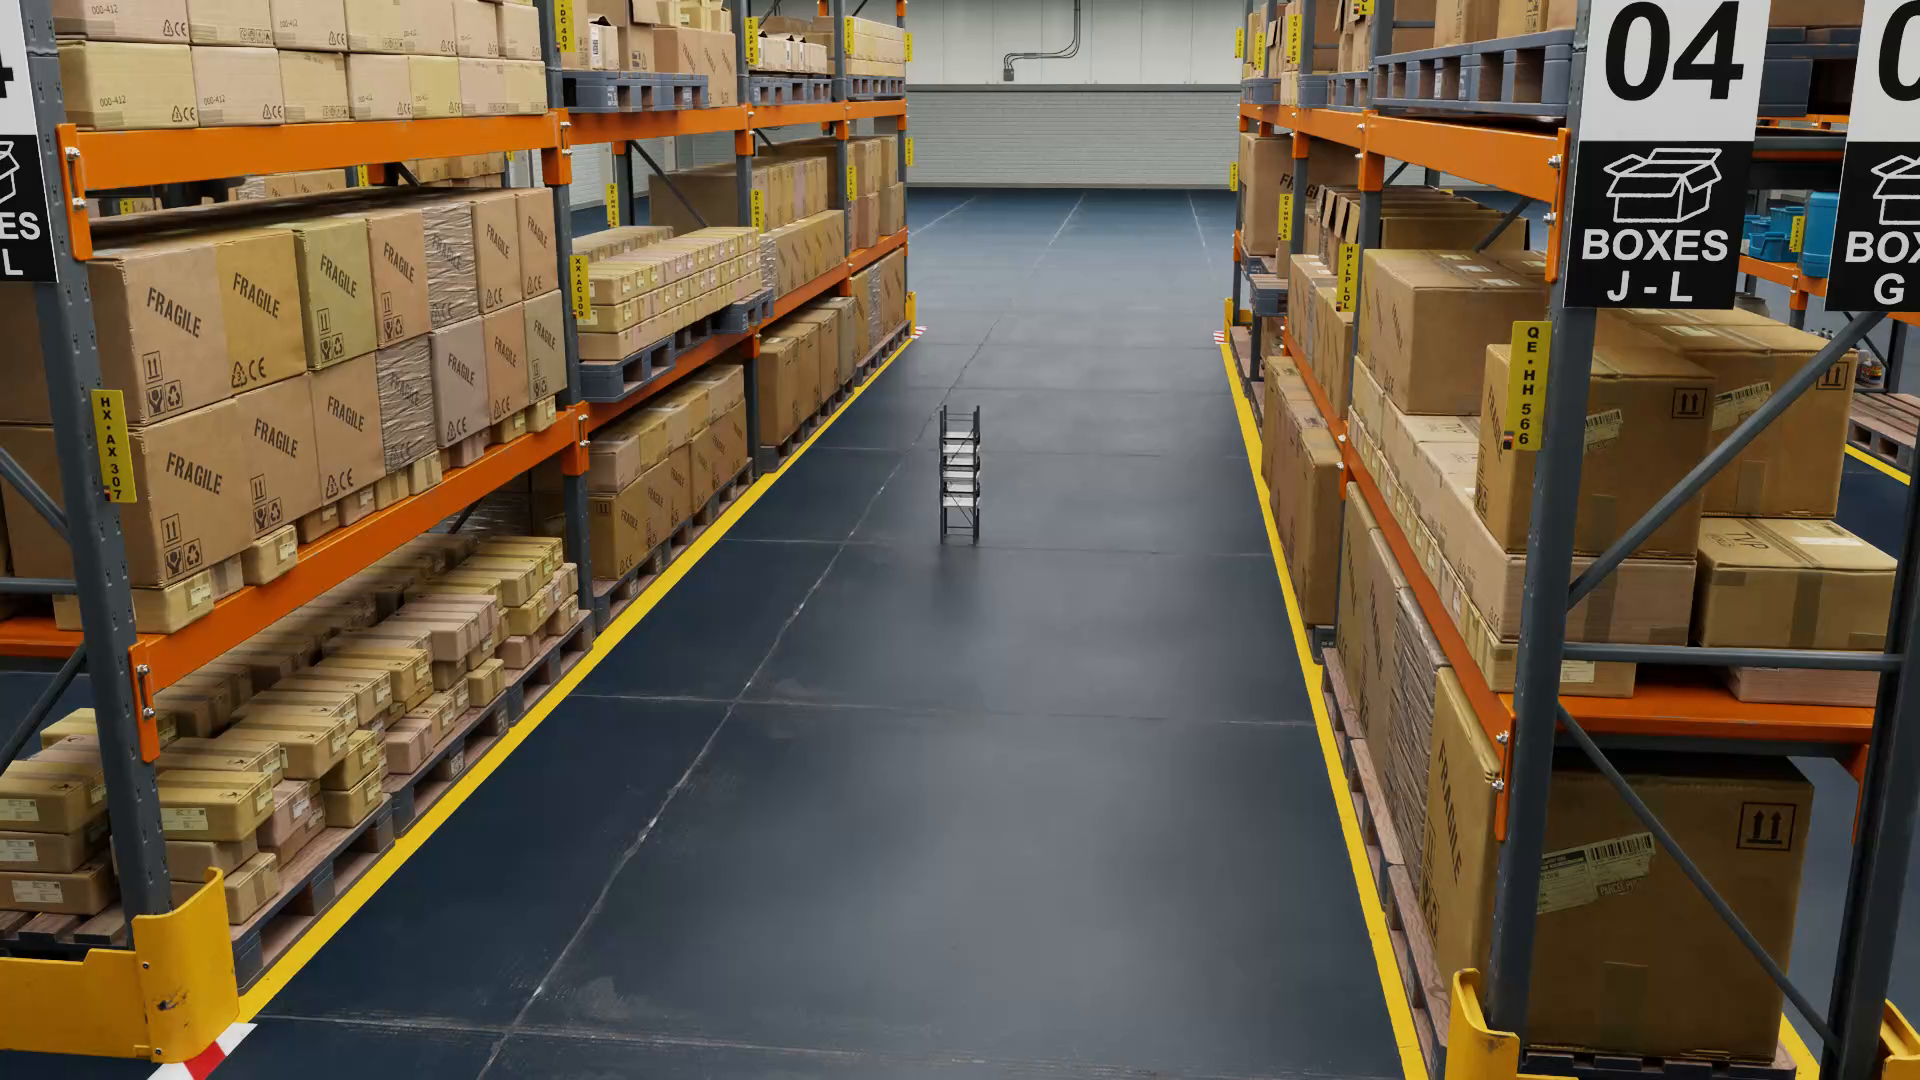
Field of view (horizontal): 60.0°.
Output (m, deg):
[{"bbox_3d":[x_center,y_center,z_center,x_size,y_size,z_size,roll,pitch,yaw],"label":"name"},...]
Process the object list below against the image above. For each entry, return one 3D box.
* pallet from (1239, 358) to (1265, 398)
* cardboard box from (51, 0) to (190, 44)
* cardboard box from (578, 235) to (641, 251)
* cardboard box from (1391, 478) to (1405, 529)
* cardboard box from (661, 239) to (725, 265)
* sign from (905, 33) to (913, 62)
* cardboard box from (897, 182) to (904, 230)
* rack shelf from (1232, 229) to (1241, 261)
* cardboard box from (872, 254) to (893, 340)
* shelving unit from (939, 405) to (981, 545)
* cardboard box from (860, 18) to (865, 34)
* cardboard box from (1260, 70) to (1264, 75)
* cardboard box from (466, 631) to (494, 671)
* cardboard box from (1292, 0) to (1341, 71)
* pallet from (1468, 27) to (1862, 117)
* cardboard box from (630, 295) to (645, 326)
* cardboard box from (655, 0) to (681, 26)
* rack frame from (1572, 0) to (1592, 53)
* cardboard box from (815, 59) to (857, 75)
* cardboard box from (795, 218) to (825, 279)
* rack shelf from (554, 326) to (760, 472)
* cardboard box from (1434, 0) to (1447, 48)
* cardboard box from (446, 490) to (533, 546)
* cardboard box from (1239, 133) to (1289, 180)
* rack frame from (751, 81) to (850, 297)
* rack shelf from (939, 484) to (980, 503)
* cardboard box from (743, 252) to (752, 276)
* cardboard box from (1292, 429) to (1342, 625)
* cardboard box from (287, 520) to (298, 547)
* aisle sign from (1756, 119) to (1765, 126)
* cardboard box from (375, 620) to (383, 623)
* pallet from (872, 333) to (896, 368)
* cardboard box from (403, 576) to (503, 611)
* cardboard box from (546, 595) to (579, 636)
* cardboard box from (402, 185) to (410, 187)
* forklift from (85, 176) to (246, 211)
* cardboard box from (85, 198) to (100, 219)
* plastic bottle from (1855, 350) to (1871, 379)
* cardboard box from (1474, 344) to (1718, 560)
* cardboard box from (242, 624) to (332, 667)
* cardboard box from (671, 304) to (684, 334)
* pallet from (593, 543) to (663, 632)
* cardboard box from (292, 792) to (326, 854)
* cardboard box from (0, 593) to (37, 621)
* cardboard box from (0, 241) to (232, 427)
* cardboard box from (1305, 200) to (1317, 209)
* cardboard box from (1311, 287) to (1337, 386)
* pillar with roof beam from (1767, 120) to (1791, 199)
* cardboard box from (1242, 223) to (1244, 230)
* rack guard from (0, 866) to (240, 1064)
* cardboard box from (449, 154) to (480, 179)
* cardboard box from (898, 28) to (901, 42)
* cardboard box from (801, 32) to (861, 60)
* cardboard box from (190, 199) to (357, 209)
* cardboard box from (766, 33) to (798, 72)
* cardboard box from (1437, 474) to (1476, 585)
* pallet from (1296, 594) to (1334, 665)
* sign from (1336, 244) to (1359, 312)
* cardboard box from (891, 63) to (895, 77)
[{"bbox_3d":[3.356,-1.633,16.798,1.003,0.211,1.213,2,15,6],"label":"pallet"},{"bbox_3d":[-2.646,-1.590,4.878,0.500,0.250,0.500,2,15,7],"label":"cardboard box"},{"bbox_3d":[-2.387,-1.991,11.317,0.380,0.149,0.250,1,15,4],"label":"cardboard box"},{"bbox_3d":[1.875,-0.137,6.402,0.380,0.149,0.250,1,15,5],"label":"cardboard box"},{"bbox_3d":[-1.772,-1.902,10.987,0.380,0.149,0.250,2,15,6],"label":"cardboard box"},{"bbox_3d":[-0.612,-5.831,19.690,0.100,0.325,0.005,2,15,6],"label":"sign"},{"bbox_3d":[-1.147,-3.989,19.879,0.875,0.550,0.550,2,15,6],"label":"cardboard box"},{"bbox_3d":[3.541,-2.976,17.798,1.077,0.370,4.000,2,15,6],"label":"rack shelf"},{"bbox_3d":[-1.258,-2.785,18.980,0.875,0.875,0.875,1,15,5],"label":"cardboard box"},{"bbox_3d":[-0.001,-0.432,11.037,0.258,0.900,0.210,2,15,6],"label":"shelving unit"},{"bbox_3d":[-1.166,-5.155,16.692,0.380,0.149,0.250,2,15,6],"label":"cardboard box"},{"bbox_3d":[3.129,-4.599,16.201,0.380,0.149,0.250,1,15,3],"label":"cardboard box"},{"bbox_3d":[-2.389,0.489,7.695,0.380,0.149,0.250,2,15,8],"label":"cardboard box"},{"bbox_3d":[2.670,-3.635,11.964,0.500,0.500,0.500,2,15,8],"label":"cardboard box"},{"bbox_3d":[2.035,-1.290,4.608,1.003,0.211,1.213,2,15,6],"label":"pallet"},{"bbox_3d":[-1.975,-1.282,9.265,0.380,0.149,0.250,1,15,5],"label":"cardboard box"},{"bbox_3d":[-1.965,-3.358,10.429,0.396,0.266,0.258,2,15,6],"label":"cardboard box"},{"bbox_3d":[1.962,-2.588,3.492,1.000,3.000,0.127,2,15,6],"label":"rack frame"},{"bbox_3d":[-1.222,-4.638,16.308,0.380,0.149,0.250,1,15,5],"label":"cardboard box"},{"bbox_3d":[-1.508,-2.619,14.911,0.500,0.500,0.500,2,15,7],"label":"cardboard box"},{"bbox_3d":[-2.278,-1.073,10.762,1.077,0.370,4.000,2,15,6],"label":"rack shelf"},{"bbox_3d":[2.384,-2.272,6.883,0.700,0.500,0.500,1,15,3],"label":"cardboard box"},{"bbox_3d":[-2.671,-0.097,9.758,0.500,0.500,0.500,1,15,5],"label":"cardboard box"},{"bbox_3d":[3.371,-4.252,18.463,0.500,0.500,0.500,2,15,6],"label":"cardboard box"},{"bbox_3d":[-1.601,-2.976,16.423,1.000,3.000,0.127,2,15,6],"label":"rack frame"},{"bbox_3d":[-0.001,-0.313,11.069,0.258,0.077,0.200,2,15,6],"label":"rack shelf"},{"bbox_3d":[-1.684,-1.953,11.746,0.380,0.149,0.250,2,15,8],"label":"cardboard box"},{"bbox_3d":[2.465,-0.073,8.951,1.225,0.875,0.875,2,15,6],"label":"cardboard box"},{"bbox_3d":[-2.629,-0.024,5.985,0.380,0.149,0.250,2,15,9],"label":"cardboard box"},{"bbox_3d":[8.992,-4.960,18.780,0.394,0.787,0.004,2,15,6],"label":"aisle sign"},{"bbox_3d":[-2.827,0.415,7.966,0.380,0.149,0.250,1,15,3],"label":"cardboard box"},{"bbox_3d":[-1.302,-2.142,18.681,1.003,0.211,1.213,2,15,6],"label":"pallet"},{"bbox_3d":[-2.402,0.282,7.890,0.380,0.149,0.250,2,15,8],"label":"cardboard box"},{"bbox_3d":[-2.210,0.384,8.653,0.380,0.149,0.250,2,15,7],"label":"cardboard box"},{"bbox_3d":[-6.171,-3.525,17.689,0.500,0.500,0.500,2,15,6],"label":"cardboard box"},{"bbox_3d":[-5.101,-1.377,10.638,1.130,2.935,3.031,-2,15,-9],"label":"forklift"},{"bbox_3d":[-6.781,-2.448,12.360,0.500,0.500,0.500,1,15,5],"label":"cardboard box"},{"bbox_3d":[8.718,-1.710,16.115,0.152,0.276,0.135,2,15,8],"label":"plastic bottle"},{"bbox_3d":[1.756,-0.259,4.654,0.500,0.500,0.500,2,15,7],"label":"cardboard box"},{"bbox_3d":[-2.950,0.473,7.185,0.380,0.149,0.250,2,15,7],"label":"cardboard box"},{"bbox_3d":[-1.887,-1.339,10.046,0.380,0.149,0.250,1,15,4],"label":"cardboard box"},{"bbox_3d":[-2.417,0.243,9.860,1.003,0.211,1.213,2,15,6],"label":"pallet"},{"bbox_3d":[-2.609,1.048,6.197,0.380,0.149,0.250,2,15,7],"label":"cardboard box"},{"bbox_3d":[-3.199,0.164,5.289,0.380,0.149,0.250,2,15,6],"label":"cardboard box"},{"bbox_3d":[-2.641,-0.647,5.132,0.500,0.500,0.500,2,15,6],"label":"cardboard box"},{"bbox_3d":[3.212,-2.604,14.044,0.797,0.503,0.637,3,15,12],"label":"cardboard box"},{"bbox_3d":[2.309,-1.171,9.553,0.500,0.500,0.500,2,15,6],"label":"cardboard box"},{"bbox_3d":[18.420,-14.000,45.699,9.100,9.000,0.400,2,15,6],"label":"pillar with roof beam"},{"bbox_3d":[3.408,-3.525,18.932,0.380,0.149,0.250,2,15,6],"label":"cardboard box"},{"bbox_3d":[-2.947,1.323,5.312,1.175,0.500,0.348,2,15,6],"label":"rack guard"},{"bbox_3d":[-5.940,-4.403,19.021,0.700,0.500,0.500,2,15,6],"label":"cardboard box"},{"bbox_3d":[-0.880,-5.814,19.129,0.380,0.149,0.250,2,15,7],"label":"cardboard box"},{"bbox_3d":[-1.268,-4.865,16.383,0.500,0.250,0.500,2,15,7],"label":"cardboard box"},{"bbox_3d":[-2.928,-1.201,7.182,0.500,0.500,0.500,2,15,7],"label":"cardboard box"},{"bbox_3d":[-1.638,-4.039,13.782,0.500,0.311,0.500,1,15,5],"label":"cardboard box"},{"bbox_3d":[1.811,-0.028,5.237,0.500,0.250,0.500,1,15,5],"label":"cardboard box"},{"bbox_3d":[2.425,0.415,9.225,1.003,0.211,1.213,2,15,6],"label":"pallet"},{"bbox_3d":[1.873,-1.263,8.021,0.100,0.325,0.005,2,15,6],"label":"sign"},{"bbox_3d":[-0.937,-5.298,18.747,0.380,0.149,0.250,2,15,7],"label":"cardboard box"}]
